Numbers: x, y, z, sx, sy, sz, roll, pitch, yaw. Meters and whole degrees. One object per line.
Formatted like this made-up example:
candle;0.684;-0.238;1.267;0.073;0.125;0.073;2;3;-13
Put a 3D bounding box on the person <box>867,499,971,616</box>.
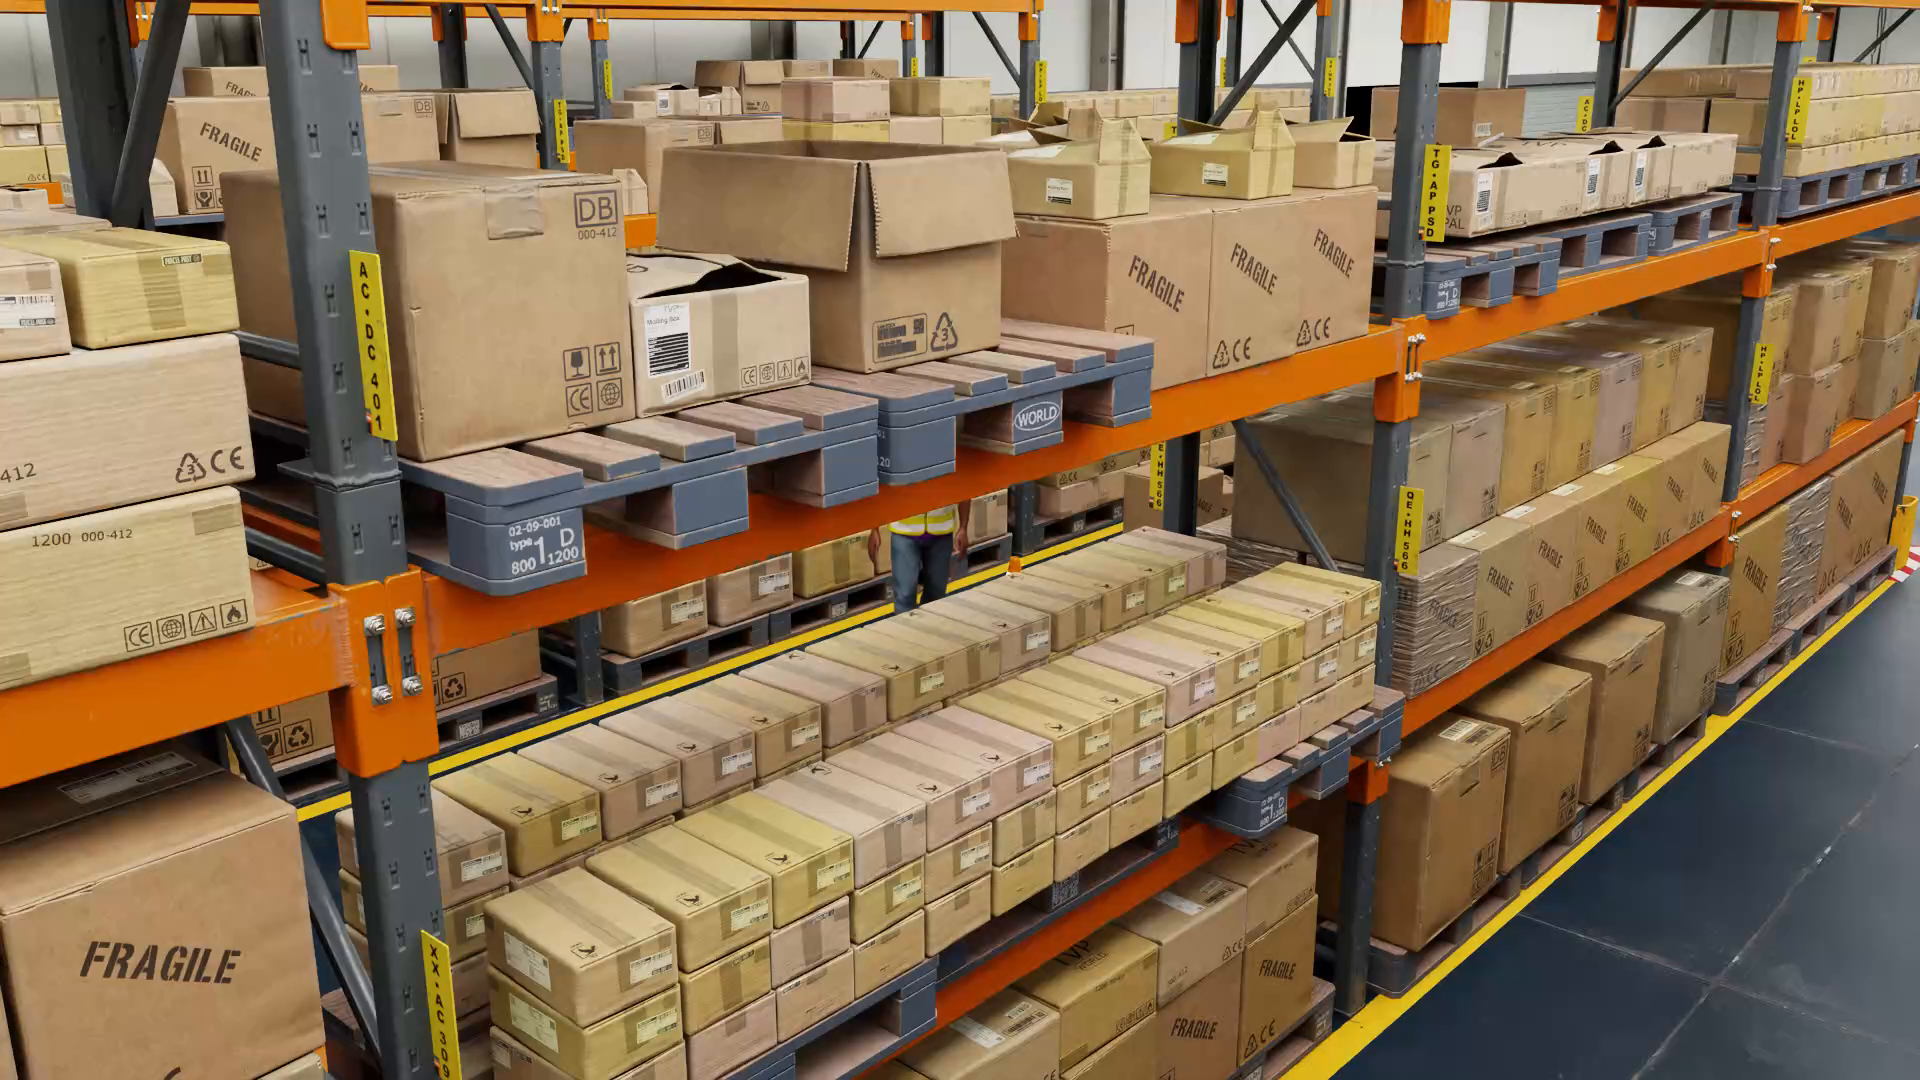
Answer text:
person;-0.242;-0.037;10.077;0.629;1.766;0.616;-3;17;-11
